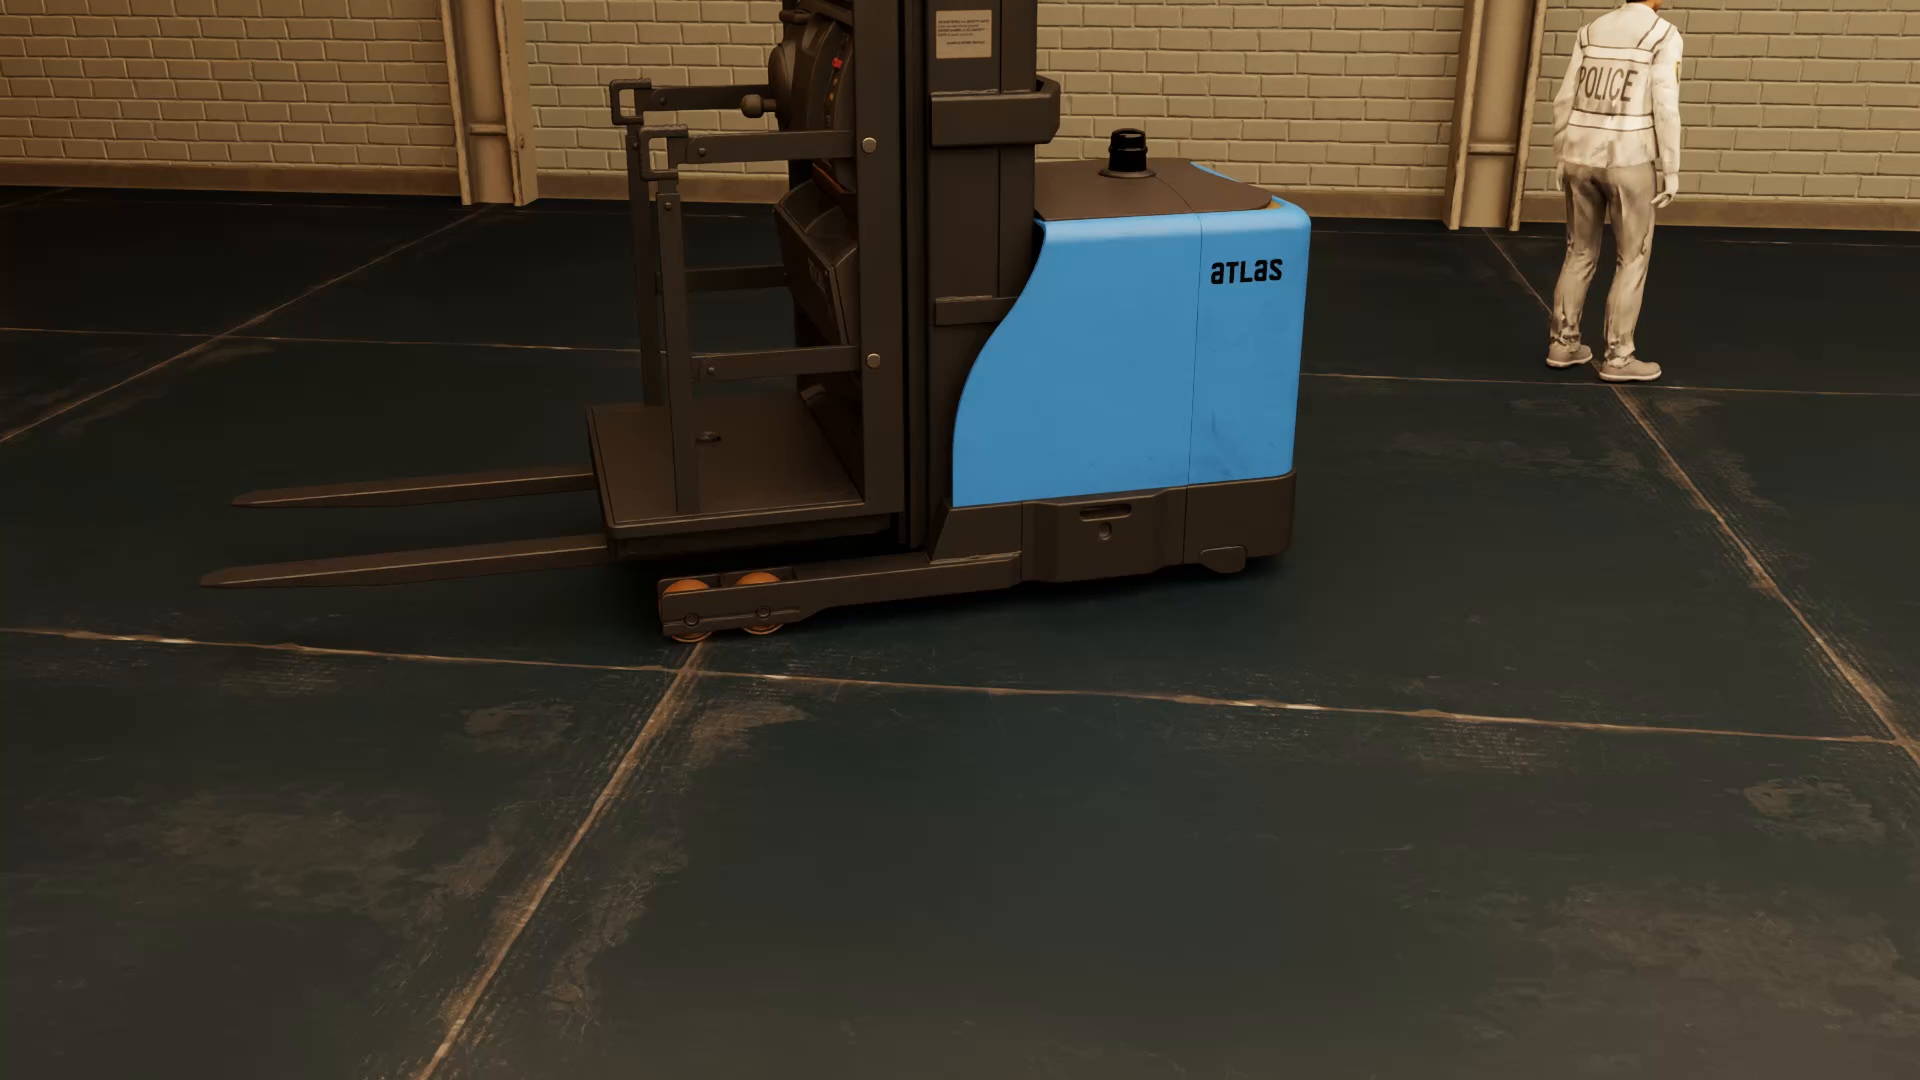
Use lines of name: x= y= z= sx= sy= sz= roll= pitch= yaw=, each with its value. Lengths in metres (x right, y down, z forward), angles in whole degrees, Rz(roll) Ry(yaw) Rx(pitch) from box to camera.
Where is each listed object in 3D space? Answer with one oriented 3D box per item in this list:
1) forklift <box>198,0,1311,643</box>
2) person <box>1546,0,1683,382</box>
forklift: x=-0.588 y=-1.301 z=4.485 sx=3.031 sy=2.935 sz=1.130 roll=-6 pitch=23 yaw=-14
person: x=2.610 y=-1.484 z=6.638 sx=0.374 sy=1.664 sz=0.547 roll=-16 pitch=27 yaw=-35
